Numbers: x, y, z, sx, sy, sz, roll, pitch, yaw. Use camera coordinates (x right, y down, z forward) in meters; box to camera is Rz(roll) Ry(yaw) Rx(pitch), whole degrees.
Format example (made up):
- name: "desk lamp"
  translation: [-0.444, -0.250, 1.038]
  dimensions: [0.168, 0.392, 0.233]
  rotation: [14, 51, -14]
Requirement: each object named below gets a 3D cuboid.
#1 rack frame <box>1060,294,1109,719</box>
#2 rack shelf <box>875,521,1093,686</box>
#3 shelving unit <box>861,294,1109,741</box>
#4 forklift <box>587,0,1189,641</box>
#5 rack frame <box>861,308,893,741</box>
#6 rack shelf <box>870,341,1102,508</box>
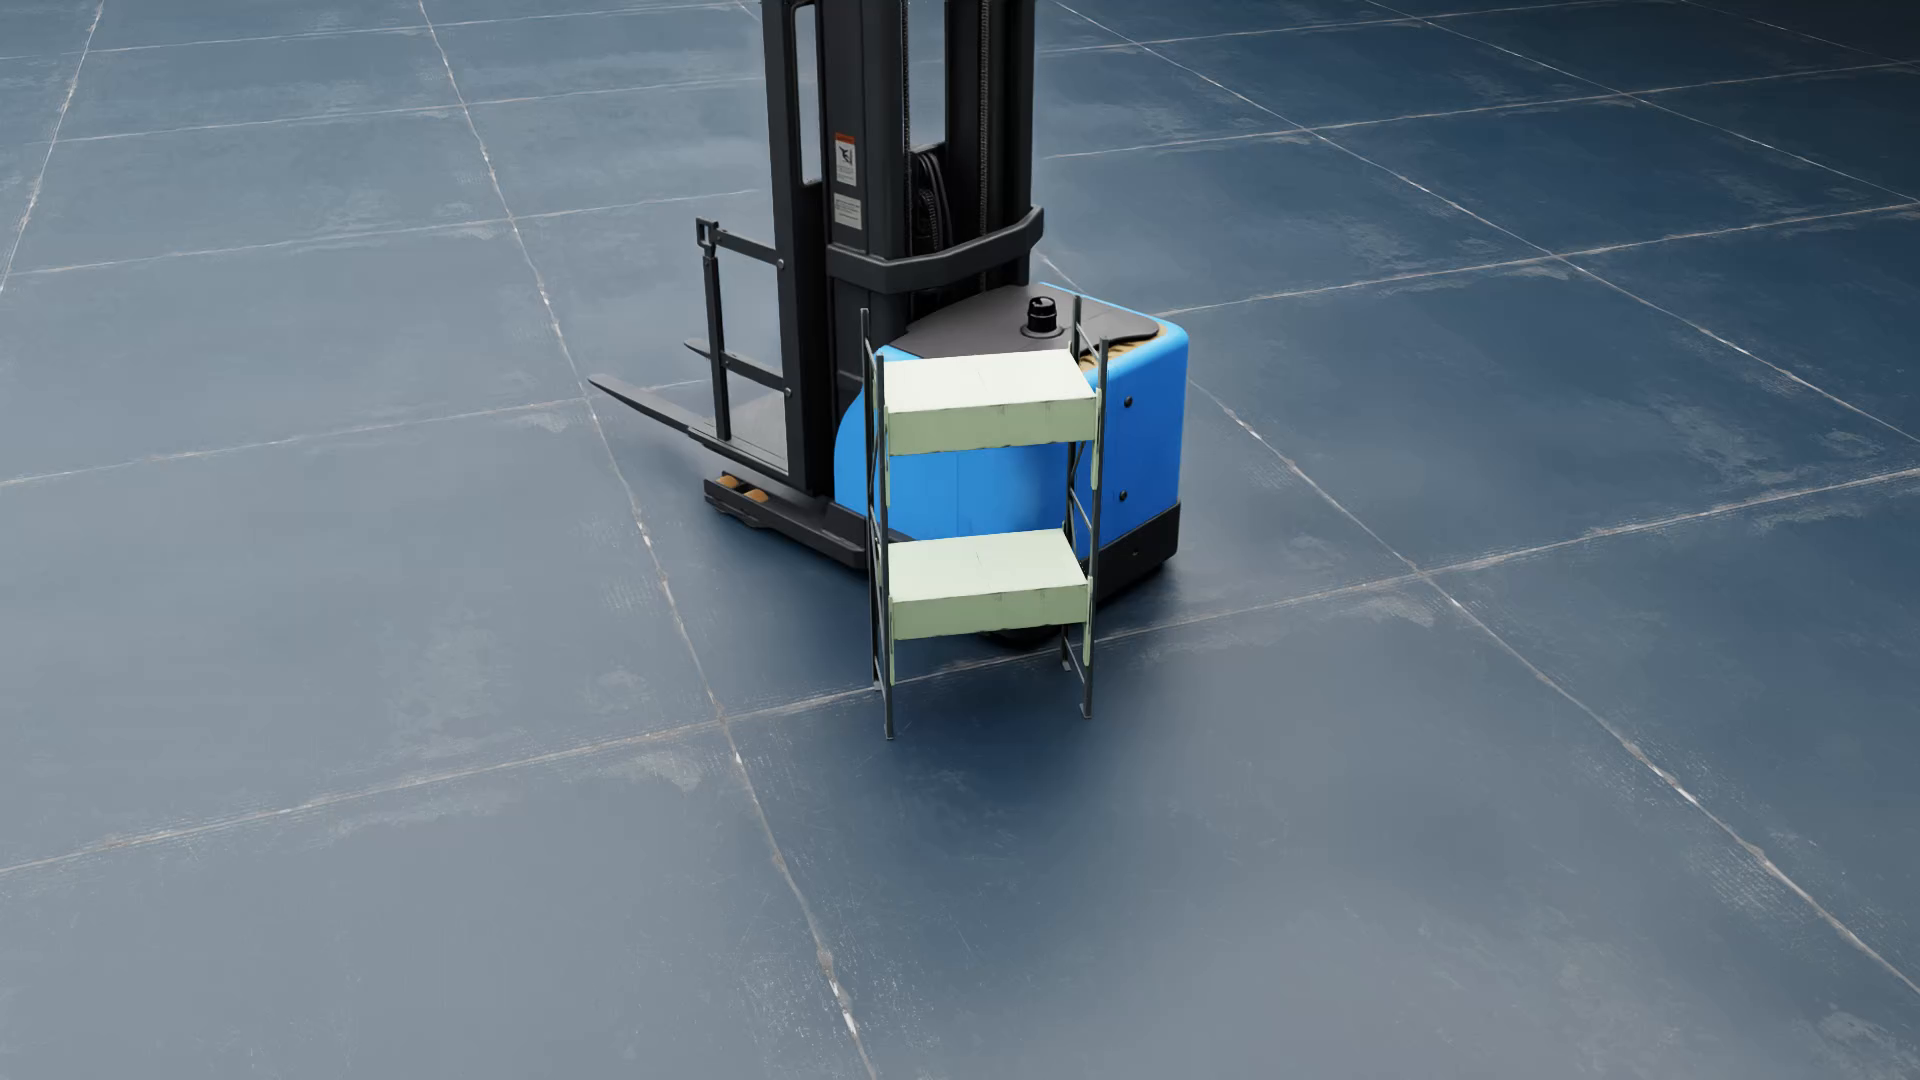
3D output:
- name: "rack frame"
  translation: [0.434, -0.093, 5.898]
  dimensions: [0.023, 1.500, 0.400]
  rotation: [-5, 30, -9]
- name: "rack shelf"
  translation: [0.074, 0.223, 6.003]
  dimensions: [0.720, 0.370, 0.431]
  rotation: [-5, 30, -9]
- name: "shelving unit"
  translation: [0.074, -0.061, 5.841]
  dimensions: [0.755, 1.500, 0.431]
  rotation: [-5, 30, -9]
- name: "forklift"
  translation: [-0.505, -1.498, 6.918]
  dimensions: [3.031, 2.935, 1.130]
  rotation: [24, 38, 36]
- name: "rack frame"
  translation: [-0.287, -0.028, 5.785]
  dimensions: [0.023, 1.500, 0.400]
  rotation: [-5, 30, -9]
- name: "rack shelf"
  translation: [0.074, -0.400, 5.648]
  dimensions: [0.720, 0.370, 0.431]
  rotation: [-5, 30, -9]
